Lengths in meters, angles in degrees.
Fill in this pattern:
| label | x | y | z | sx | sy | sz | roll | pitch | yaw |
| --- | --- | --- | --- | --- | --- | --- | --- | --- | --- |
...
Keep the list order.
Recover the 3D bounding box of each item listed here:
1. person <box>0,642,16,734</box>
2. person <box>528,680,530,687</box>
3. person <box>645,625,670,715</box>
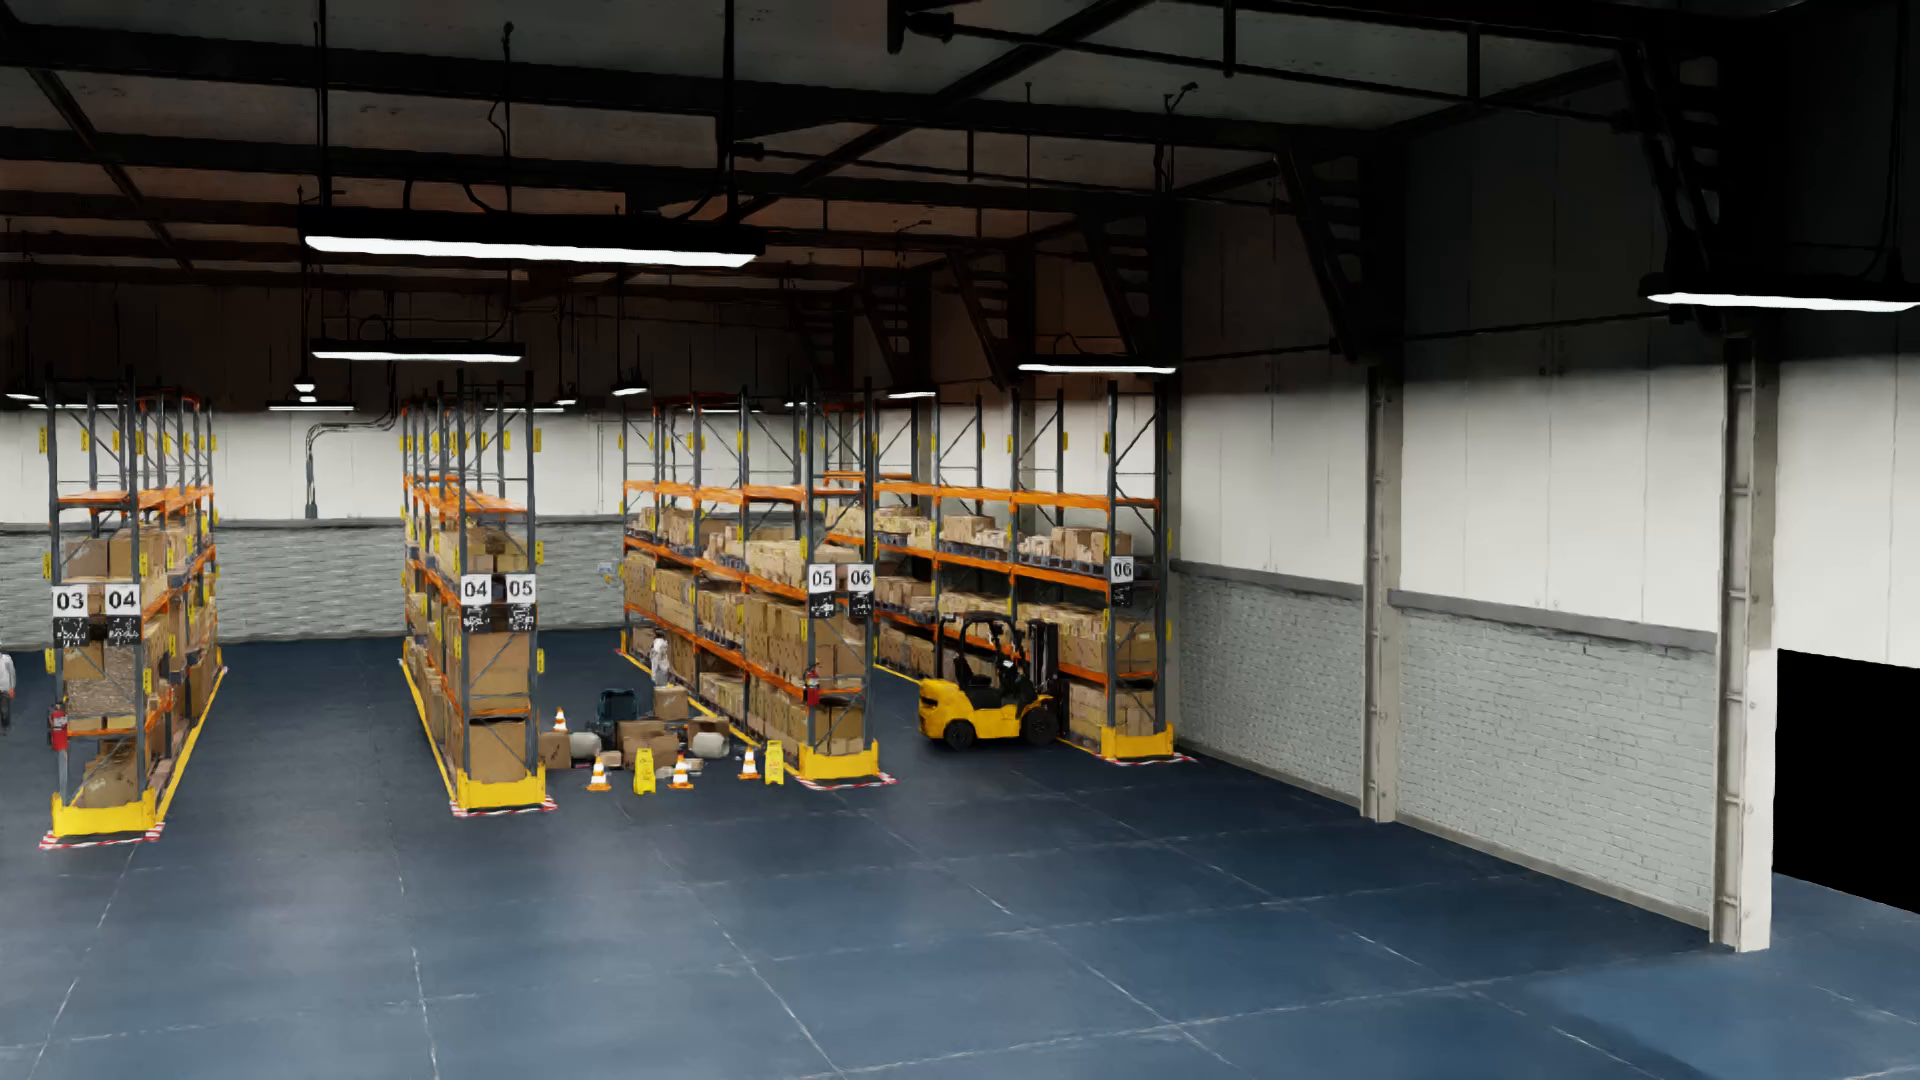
| label | x | y | z | sx | sy | sz | roll | pitch | yaw |
| --- | --- | --- | --- | --- | --- | --- | --- | --- | --- |
| person | -16.236 | 2.501 | 28.074 | 0.555 | 1.725 | 1.029 | -1 | 4 | -22 |
| person | -8.985 | 2.101 | 34.192 | 0.649 | 1.772 | 0.463 | 3 | 4 | 40 |
| person | -5.487 | 2.386 | 30.277 | 0.548 | 1.663 | 0.586 | 0 | 3 | 4 |
